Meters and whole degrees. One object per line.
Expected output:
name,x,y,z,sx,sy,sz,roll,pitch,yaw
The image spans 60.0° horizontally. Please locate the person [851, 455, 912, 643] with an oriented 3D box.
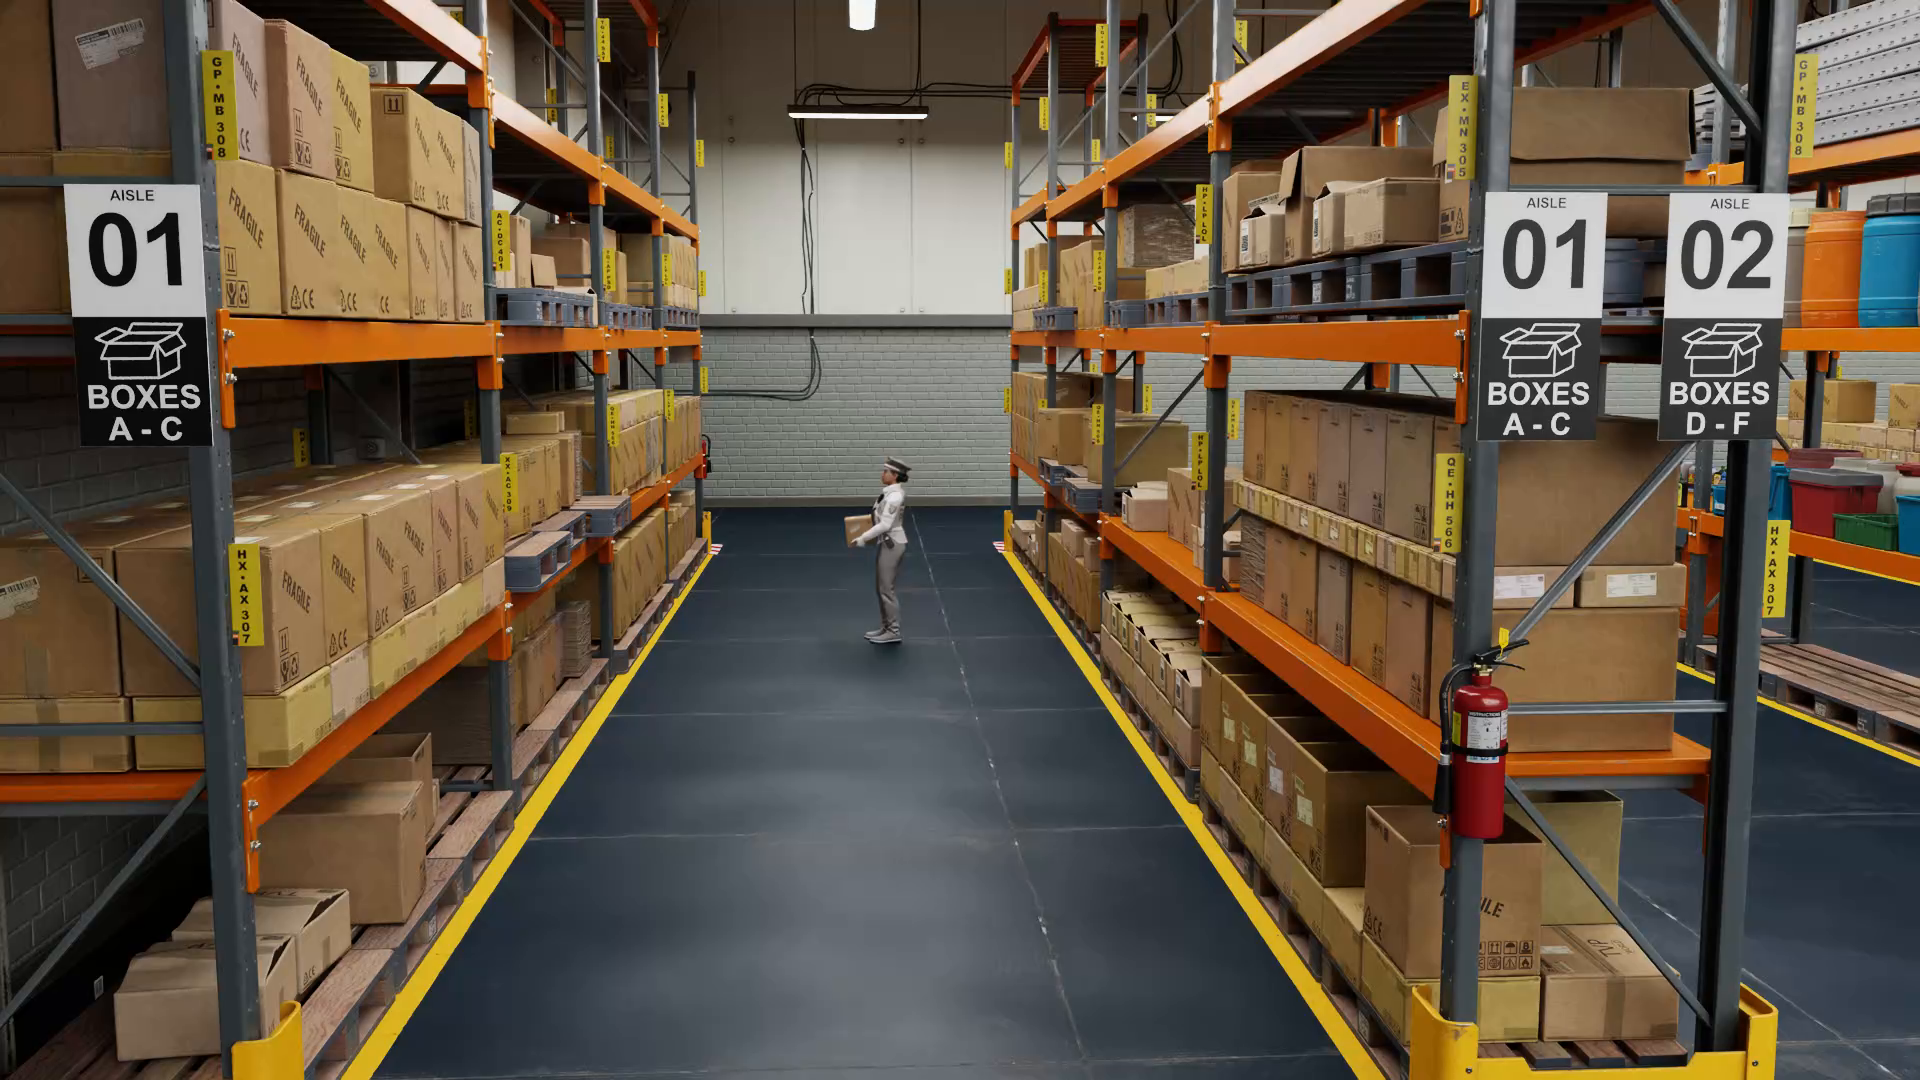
person,-0.708,0.075,15.014,0.550,1.690,0.469,0,7,-4
